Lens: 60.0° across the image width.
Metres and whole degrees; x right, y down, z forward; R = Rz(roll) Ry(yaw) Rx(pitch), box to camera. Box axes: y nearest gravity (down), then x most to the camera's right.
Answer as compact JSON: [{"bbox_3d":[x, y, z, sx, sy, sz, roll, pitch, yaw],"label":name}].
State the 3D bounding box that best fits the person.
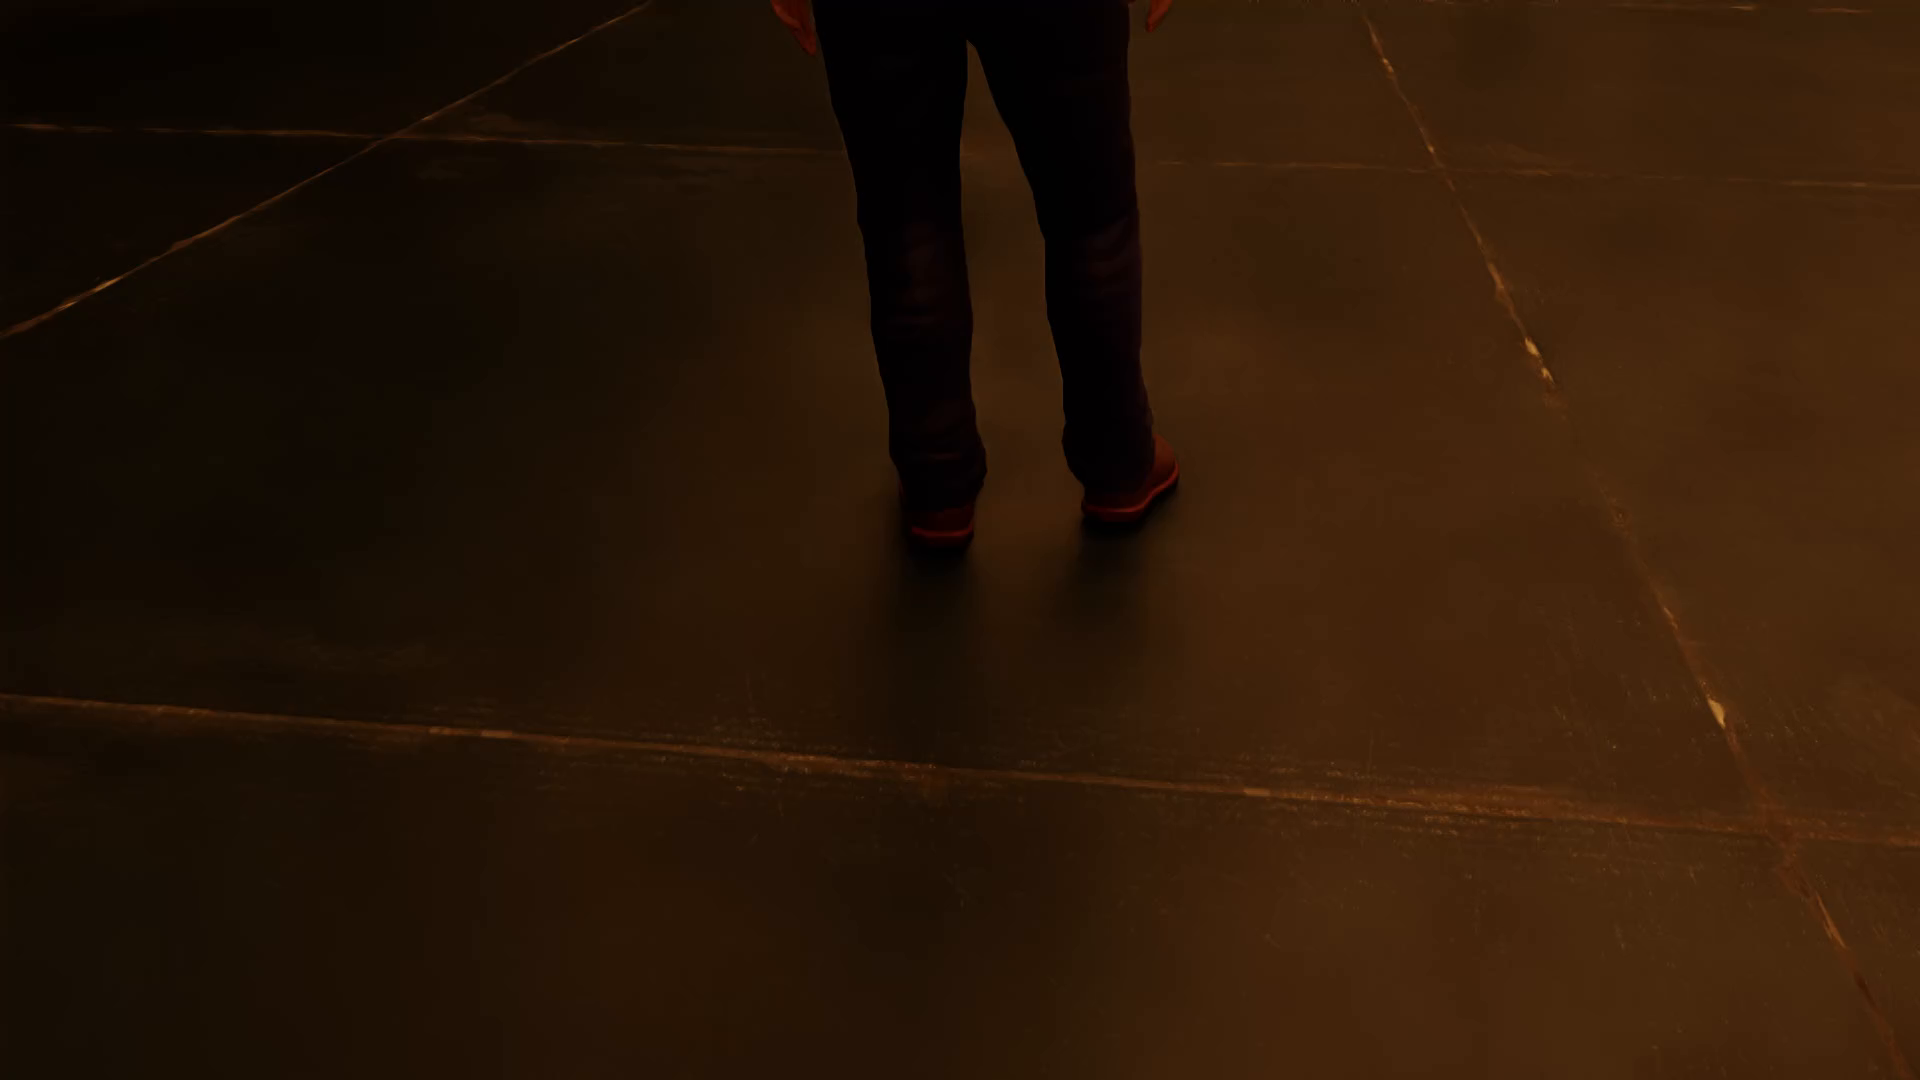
[{"bbox_3d":[0.034,-0.778,2.208,0.599,1.640,0.502,3,27,7],"label":"person"}]
